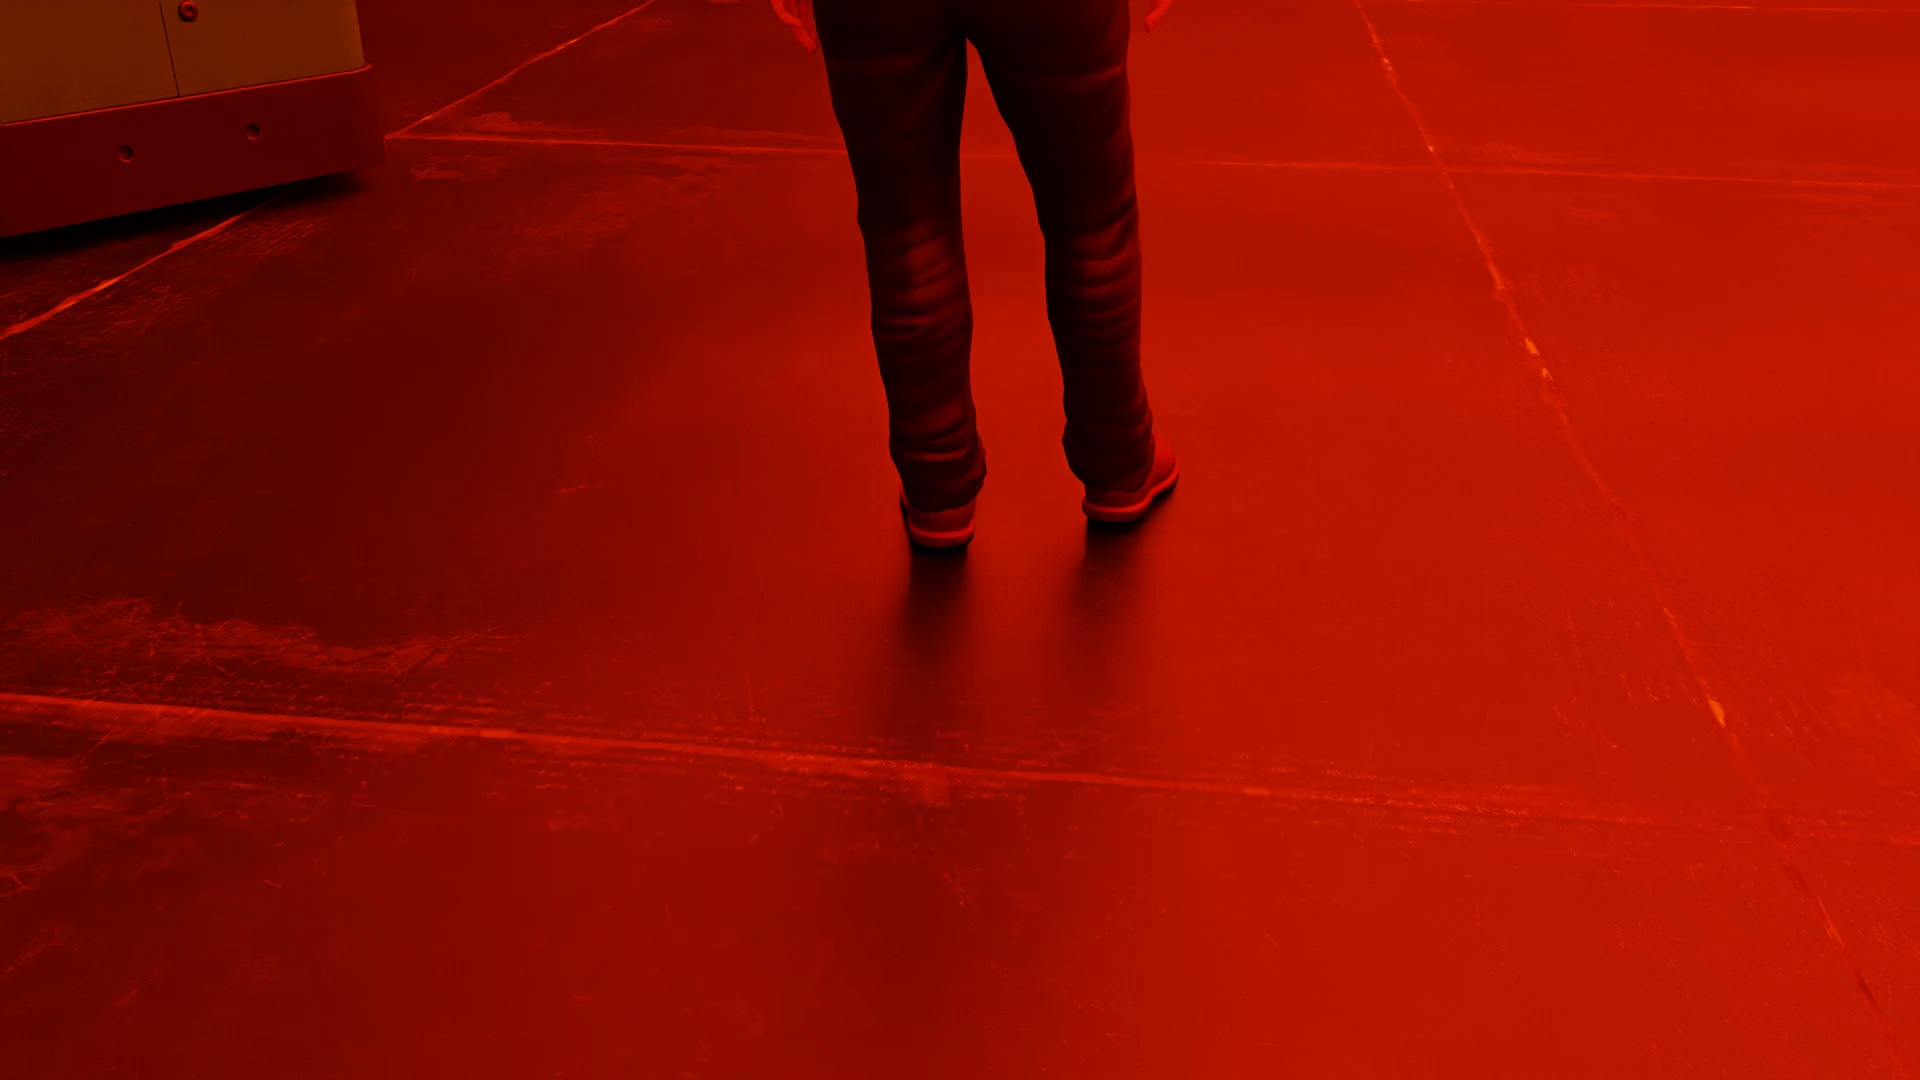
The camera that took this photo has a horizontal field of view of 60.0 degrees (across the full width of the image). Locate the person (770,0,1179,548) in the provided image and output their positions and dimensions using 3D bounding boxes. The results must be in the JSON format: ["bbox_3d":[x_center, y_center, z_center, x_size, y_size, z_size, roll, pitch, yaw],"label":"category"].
[{"bbox_3d":[0.034,-0.778,2.207,0.599,1.642,0.503,3,27,7],"label":"person"}]

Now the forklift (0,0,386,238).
[{"bbox_3d":[-2.904,-2.523,4.274,3.031,2.935,1.130,23,34,38],"label":"forklift"}]
